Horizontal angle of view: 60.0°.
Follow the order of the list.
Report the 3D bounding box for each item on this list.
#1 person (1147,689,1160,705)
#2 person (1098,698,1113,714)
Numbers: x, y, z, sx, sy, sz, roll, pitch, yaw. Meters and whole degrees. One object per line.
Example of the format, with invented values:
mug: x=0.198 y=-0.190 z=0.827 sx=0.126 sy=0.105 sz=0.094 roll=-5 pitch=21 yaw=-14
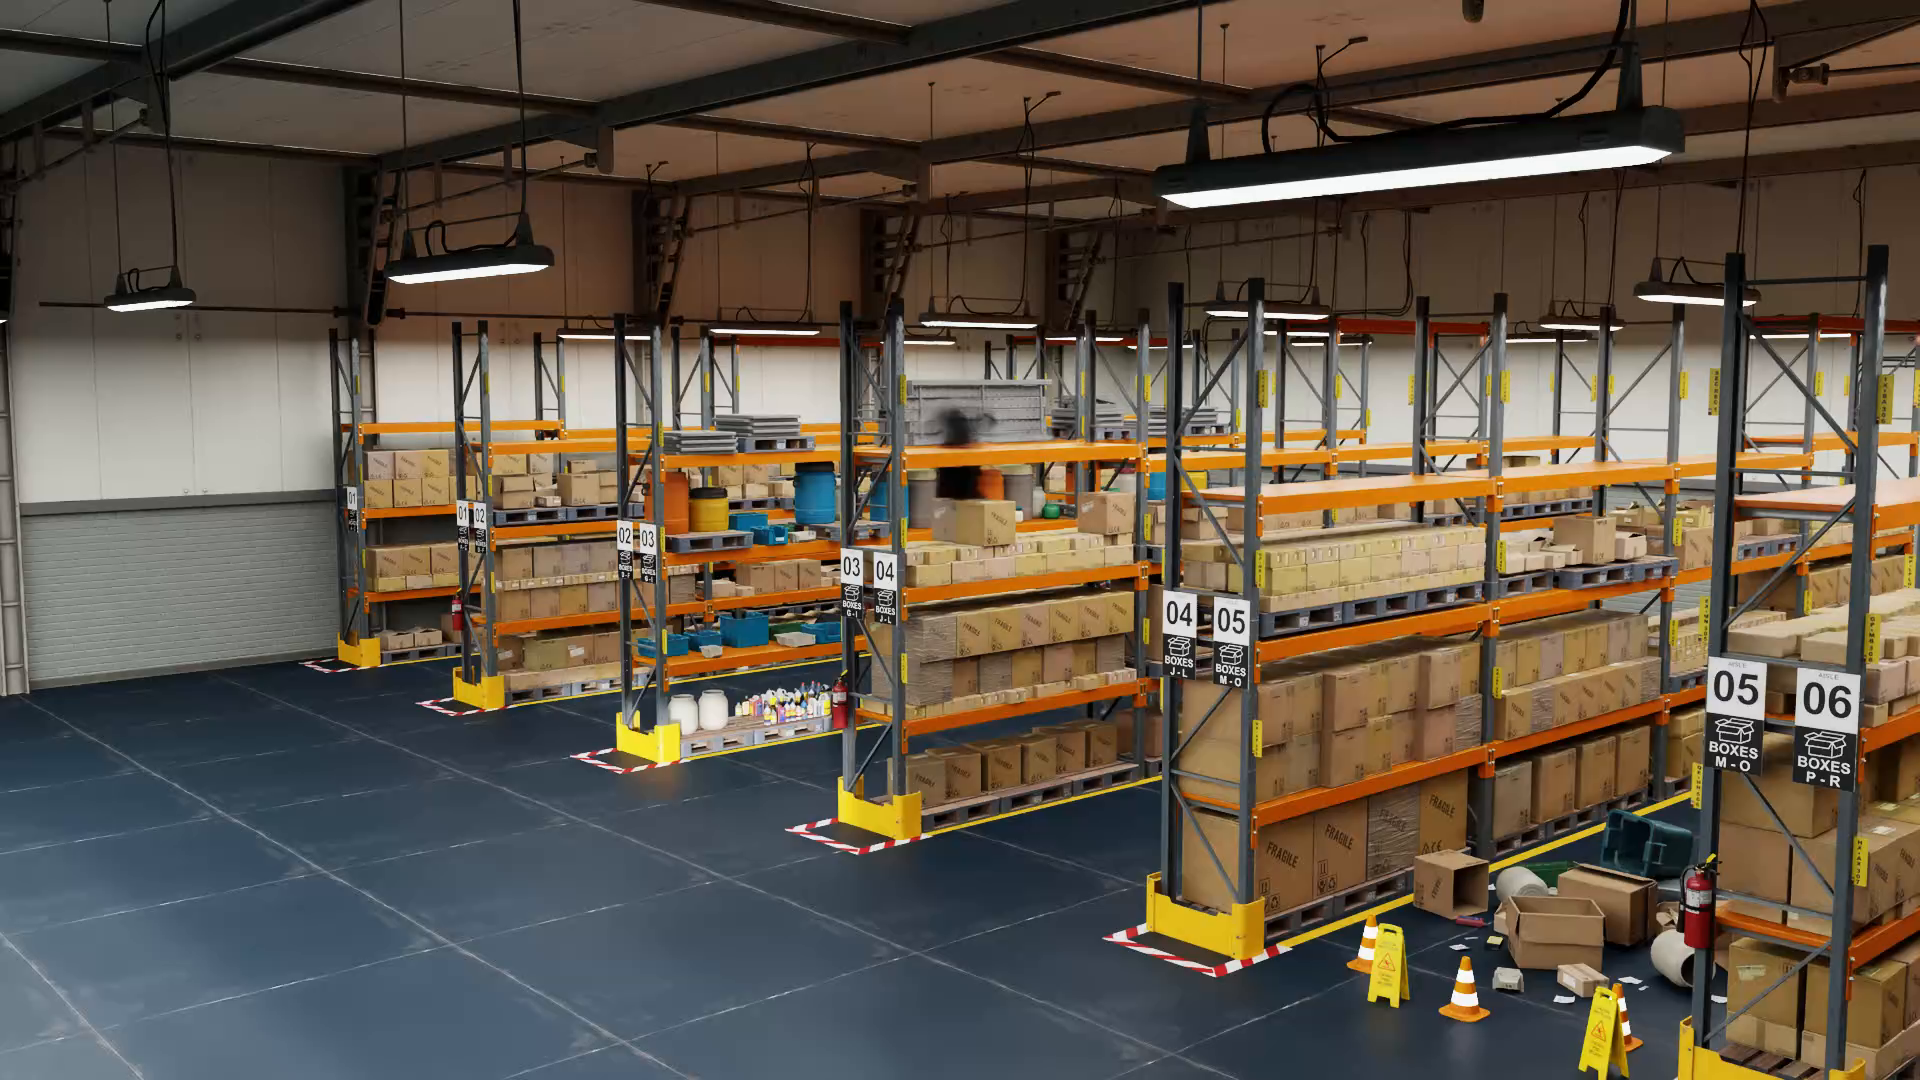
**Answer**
person: x=2.956 y=1.860 z=24.627 sx=0.708 sy=1.740 sz=0.804 roll=5 pitch=8 yaw=42
person: x=2.160 y=1.803 z=25.330 sx=0.658 sy=1.731 sz=0.570 roll=4 pitch=7 yaw=35
